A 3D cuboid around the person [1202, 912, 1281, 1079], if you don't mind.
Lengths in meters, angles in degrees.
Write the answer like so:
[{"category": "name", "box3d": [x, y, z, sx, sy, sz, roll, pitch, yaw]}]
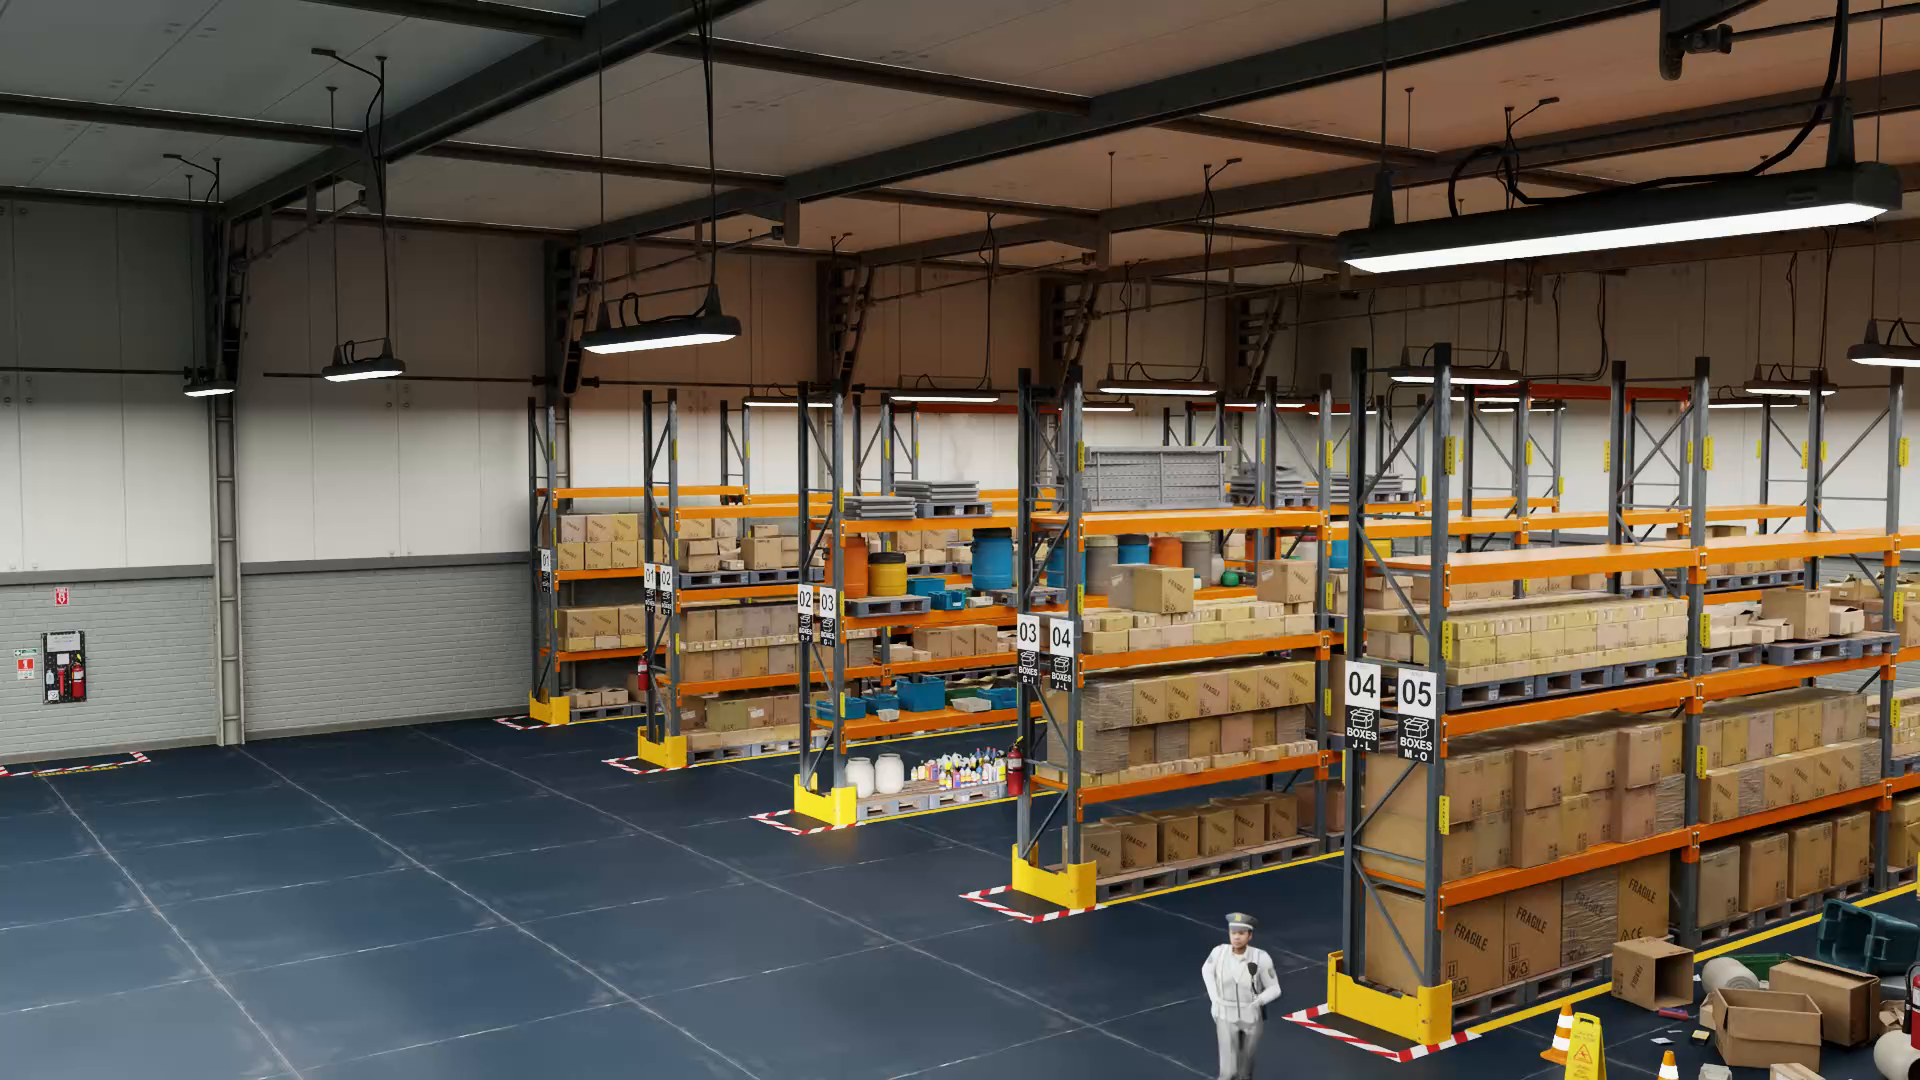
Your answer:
[{"category": "person", "box3d": [2.087, 3.599, 12.363, 0.585, 1.705, 0.661, 1, 3, 10]}]
